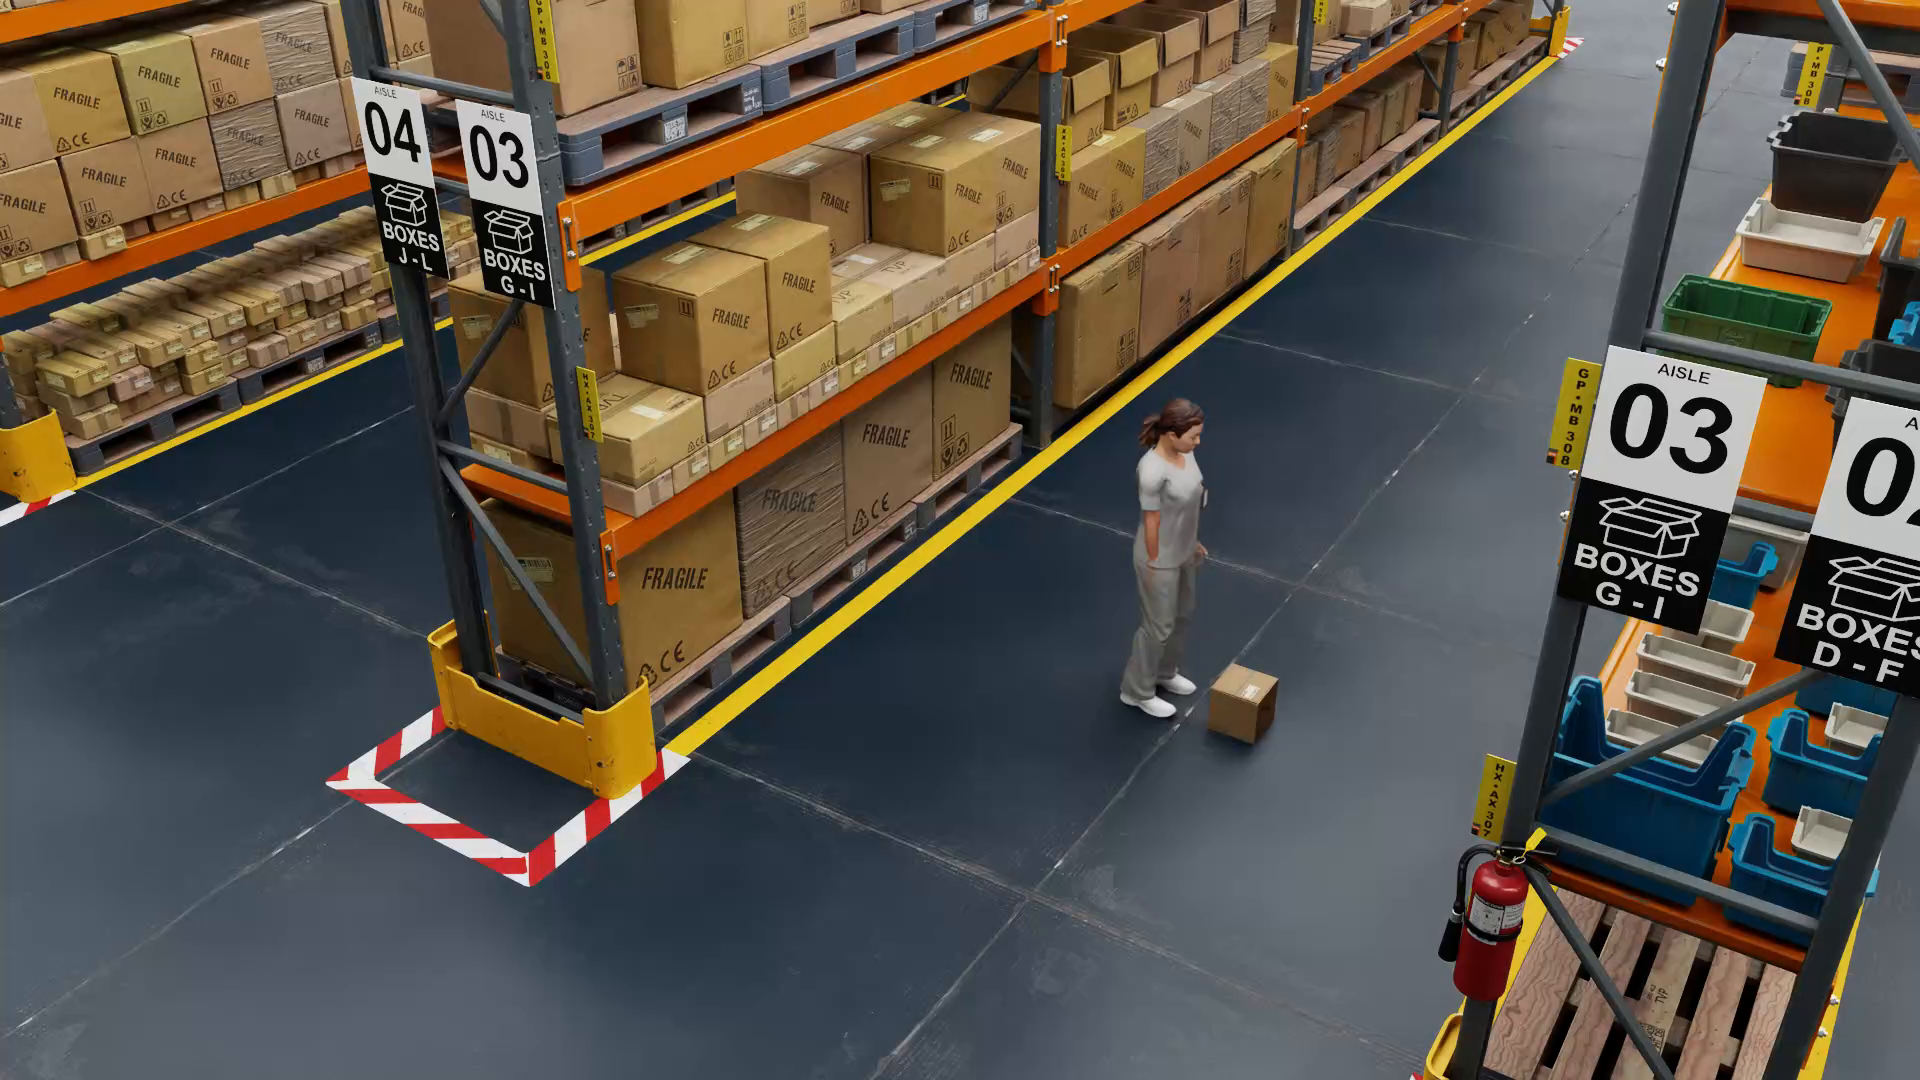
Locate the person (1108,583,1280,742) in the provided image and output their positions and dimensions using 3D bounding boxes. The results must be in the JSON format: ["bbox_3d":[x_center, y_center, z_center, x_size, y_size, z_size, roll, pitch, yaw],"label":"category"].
[{"bbox_3d":[1.142,0.547,8.239,0.831,0.823,0.464,17,35,27],"label":"person"}]
